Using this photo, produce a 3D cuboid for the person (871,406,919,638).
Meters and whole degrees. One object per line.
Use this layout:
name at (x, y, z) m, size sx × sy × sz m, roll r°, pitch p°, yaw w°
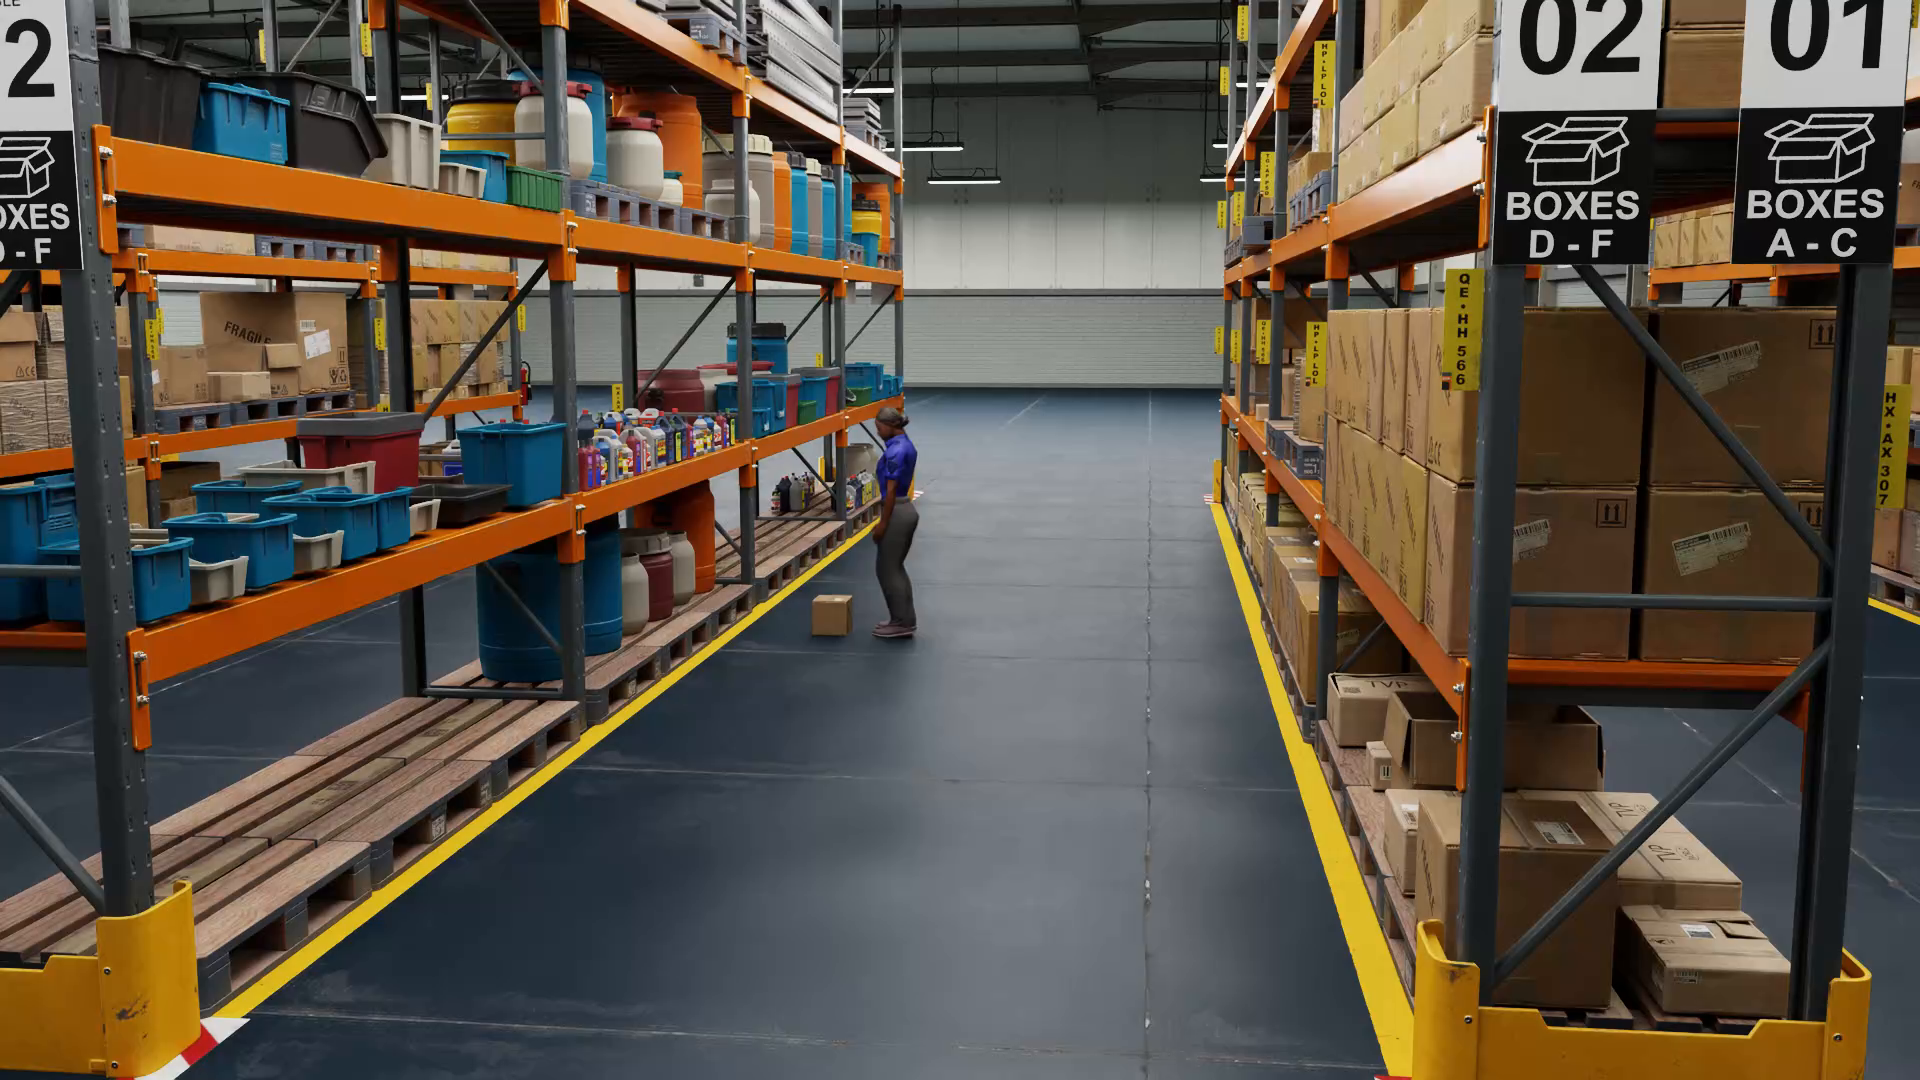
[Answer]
person at (-0.467, -0.130, 11.868) m, size 0.319 × 1.642 × 0.443 m, roll 1°, pitch 8°, yaw 7°
